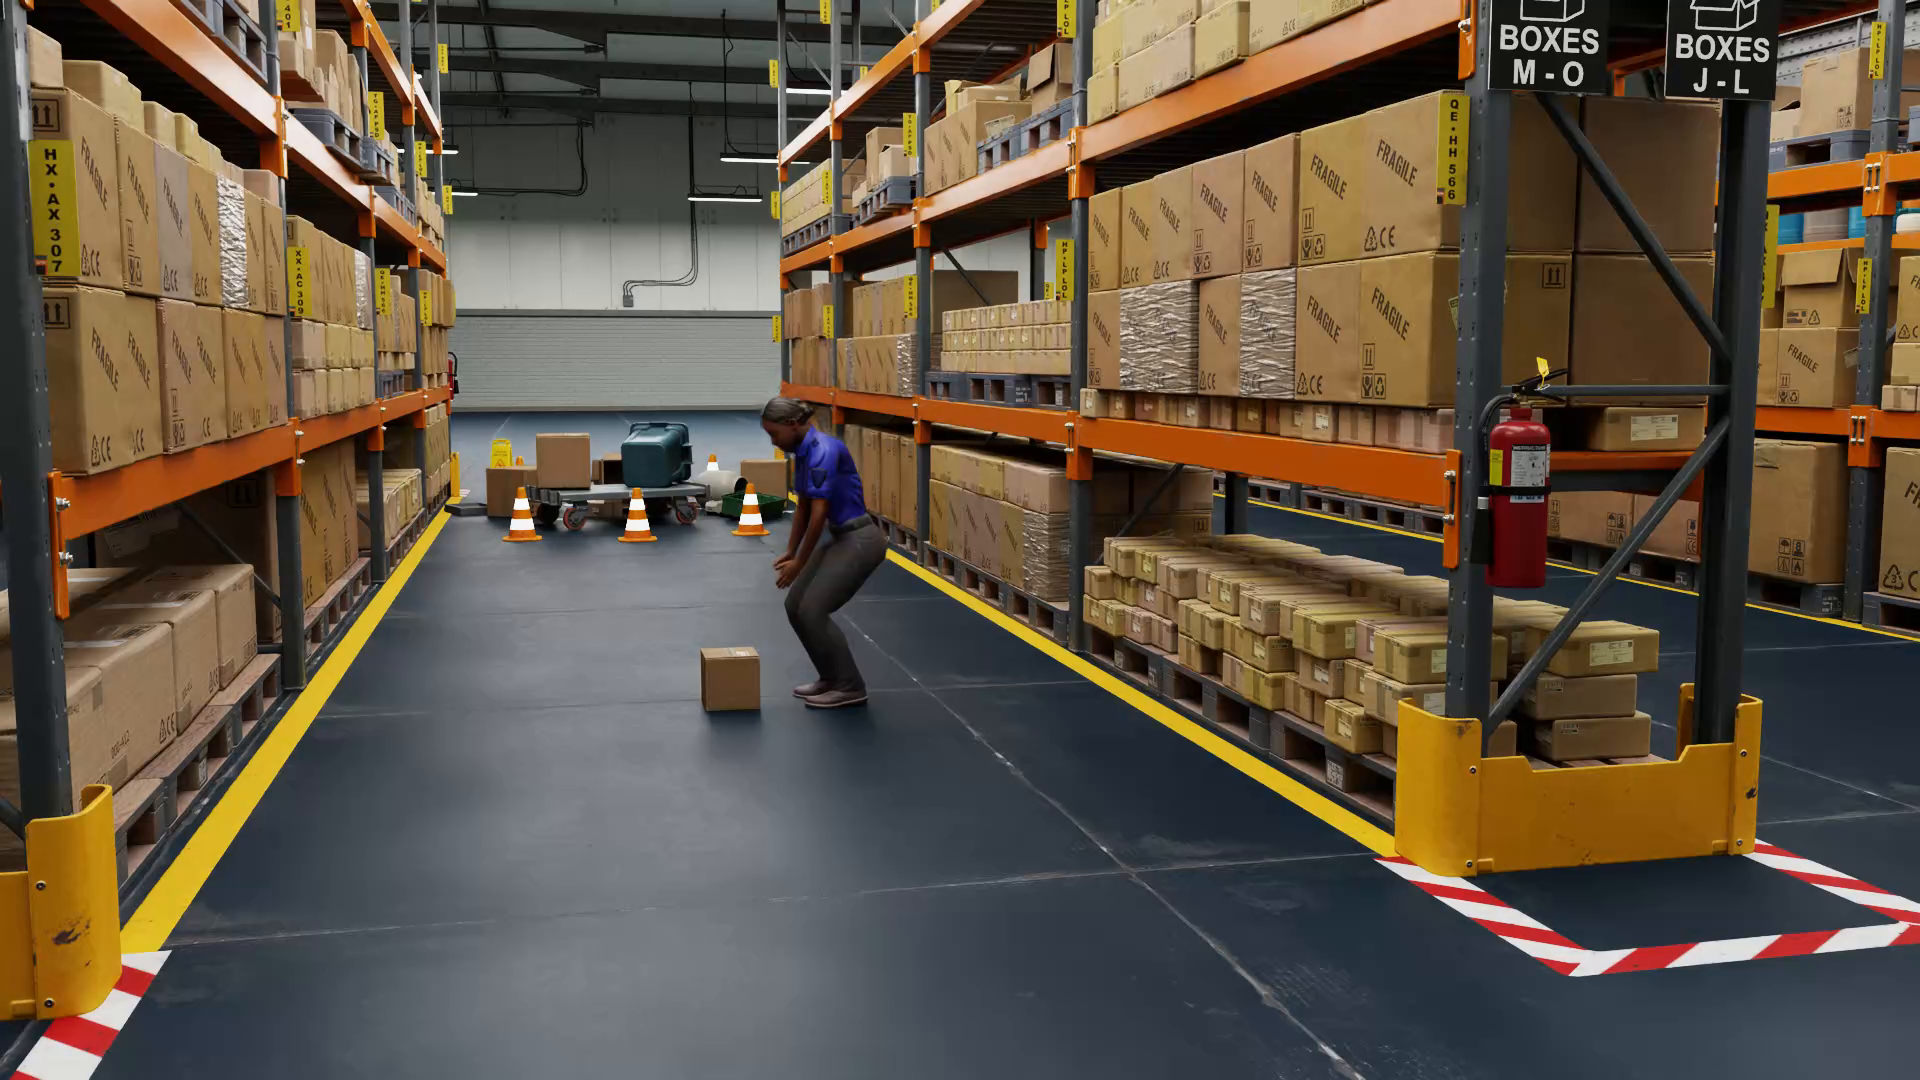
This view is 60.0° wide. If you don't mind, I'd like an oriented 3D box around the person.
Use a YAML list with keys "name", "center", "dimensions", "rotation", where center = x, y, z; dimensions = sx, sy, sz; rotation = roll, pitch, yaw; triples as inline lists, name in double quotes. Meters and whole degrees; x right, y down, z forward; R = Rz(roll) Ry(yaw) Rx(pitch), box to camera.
- name: "person"
  center: [-0.626, 0.056, 7.752]
  dimensions: [0.576, 1.441, 0.492]
  rotation: [-1, 6, -13]
